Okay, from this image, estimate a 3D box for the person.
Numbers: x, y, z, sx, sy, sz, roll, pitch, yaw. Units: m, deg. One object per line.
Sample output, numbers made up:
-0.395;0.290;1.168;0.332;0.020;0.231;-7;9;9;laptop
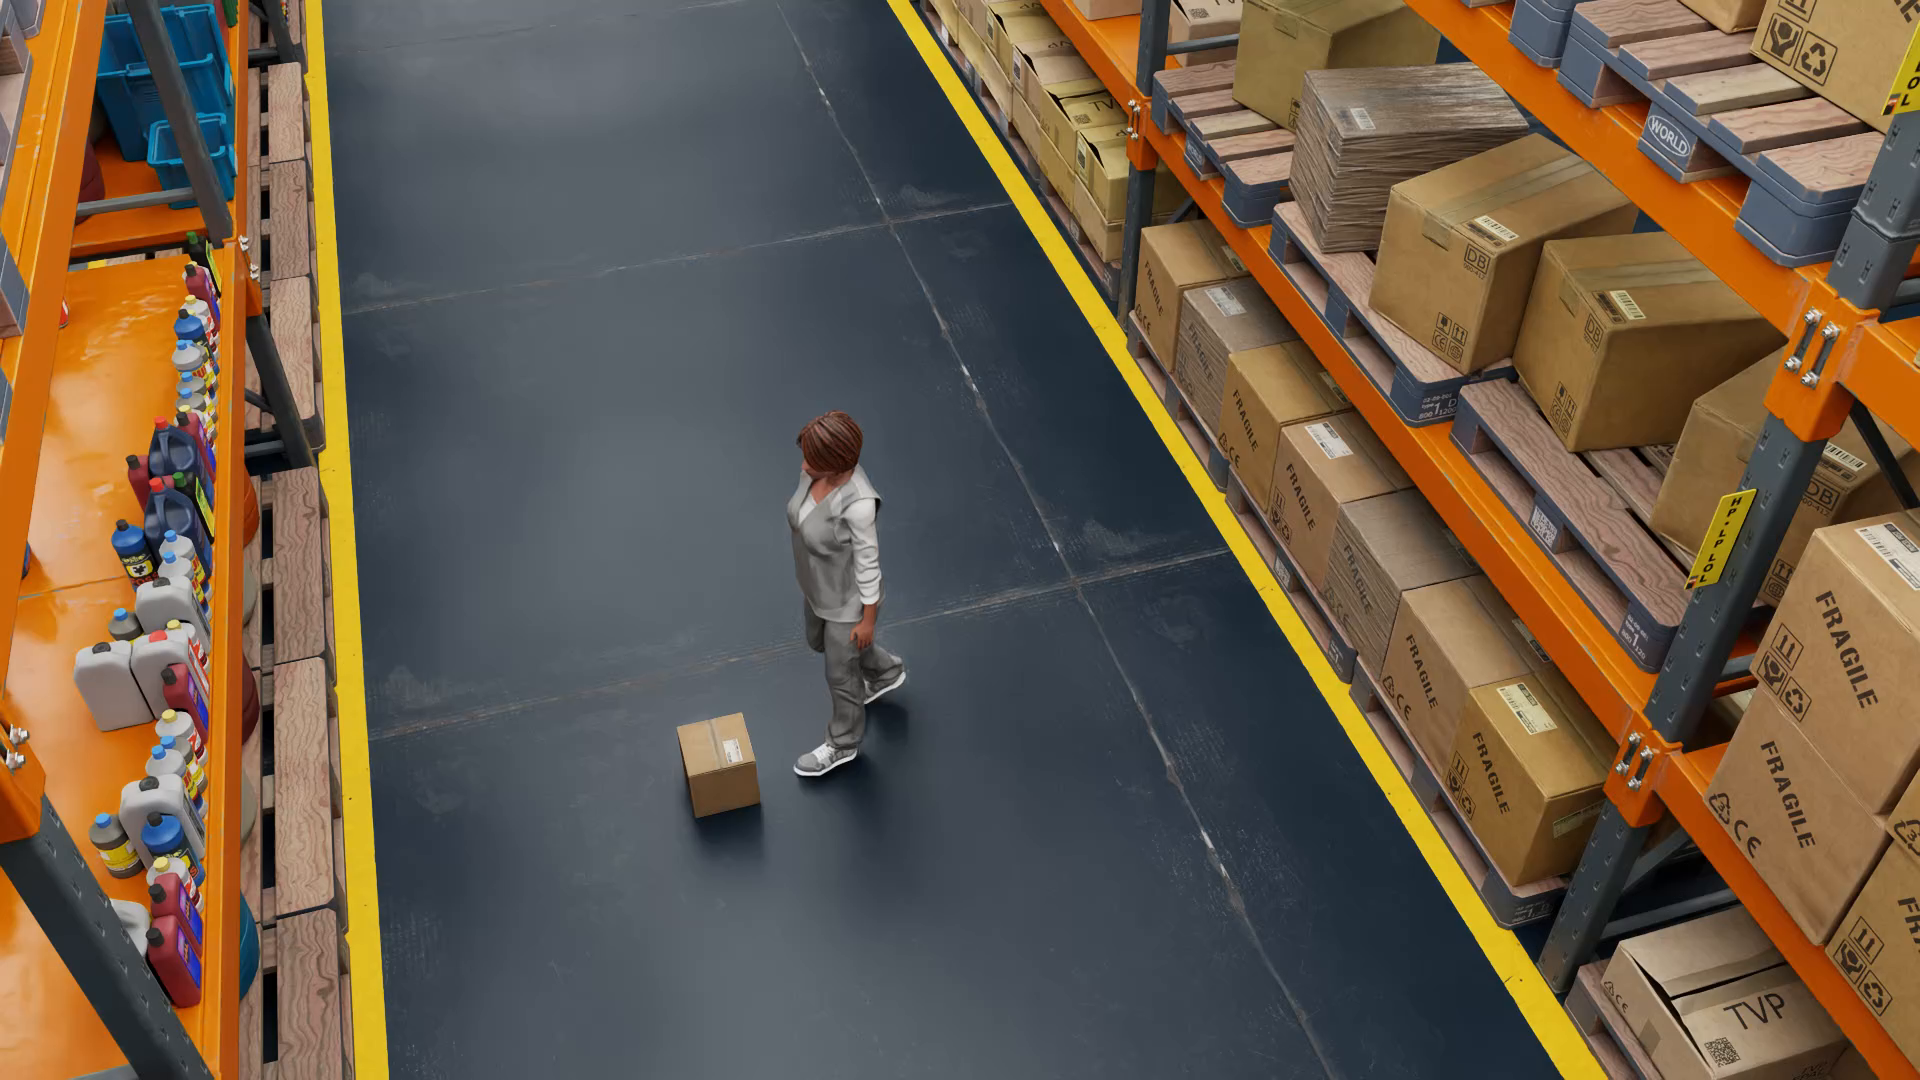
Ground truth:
-0.419;0.179;5.951;0.567;1.587;0.433;-19;46;-20;person
